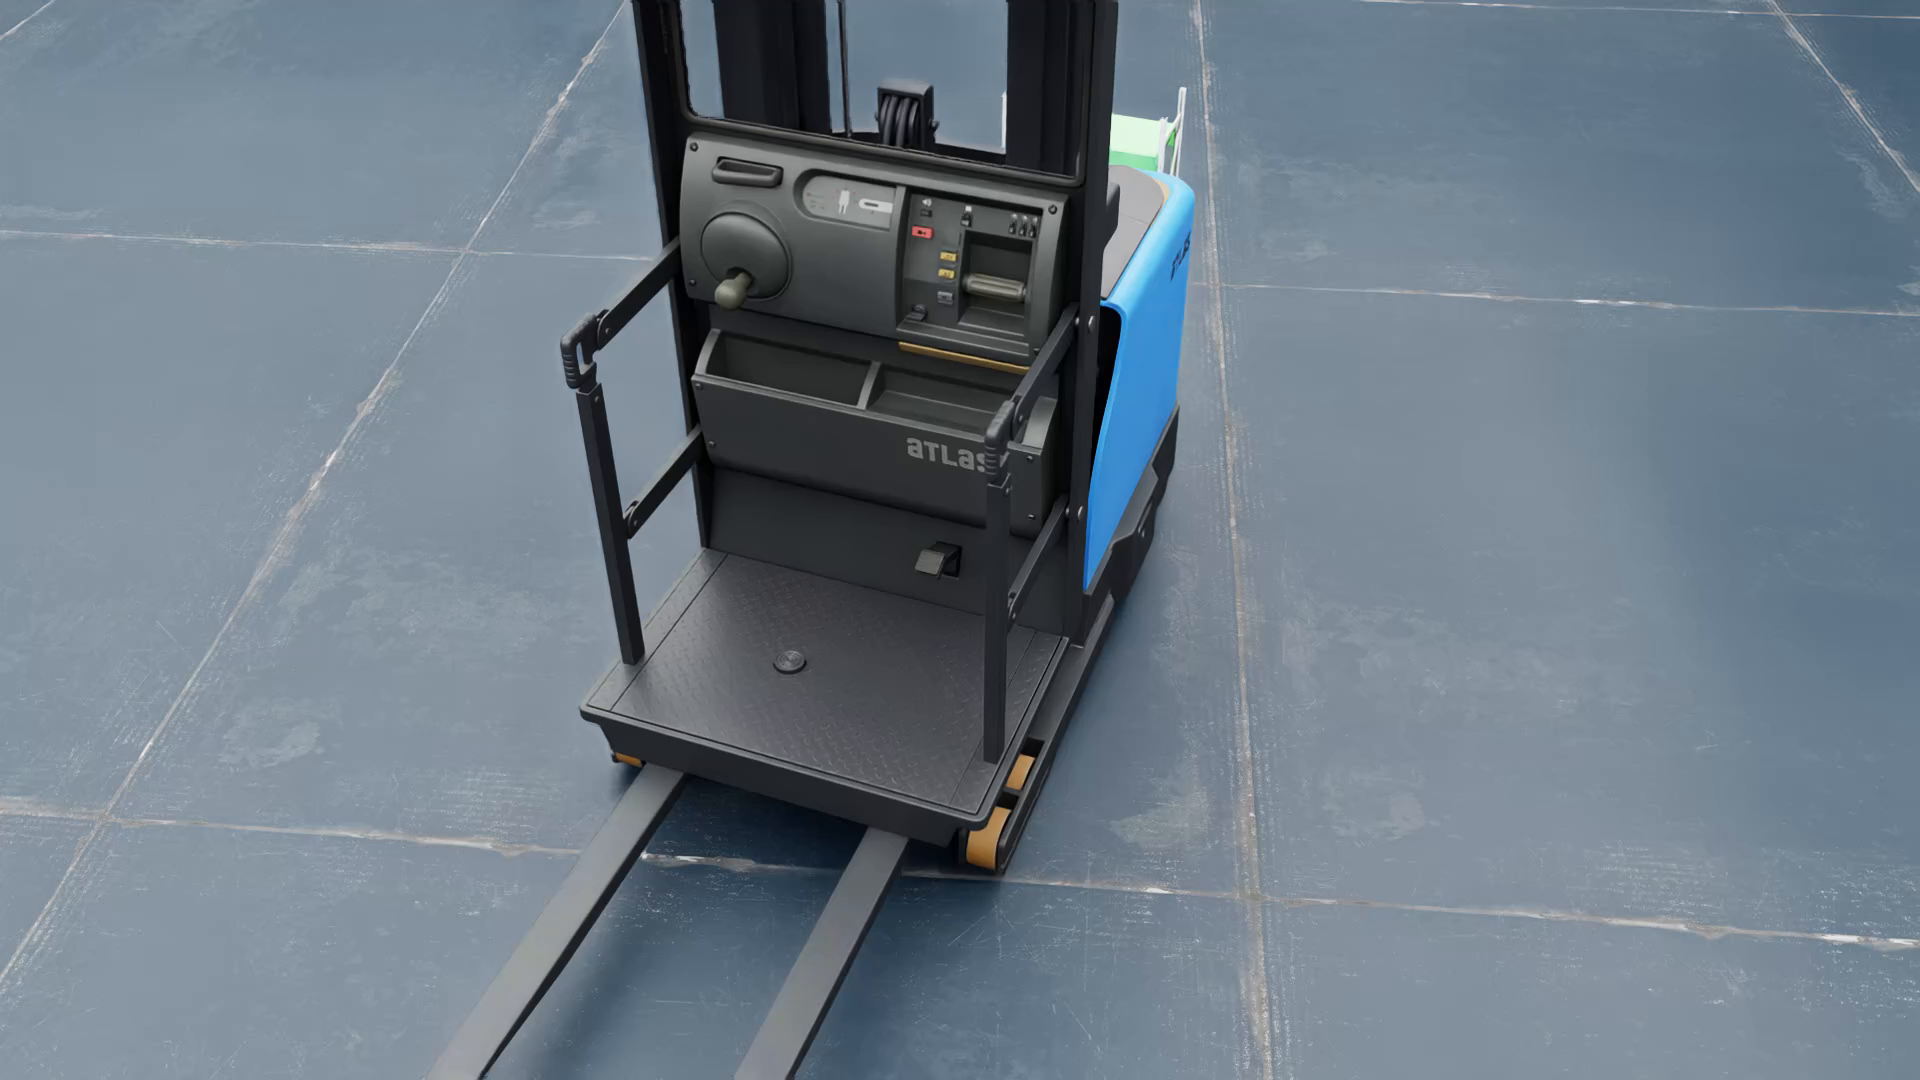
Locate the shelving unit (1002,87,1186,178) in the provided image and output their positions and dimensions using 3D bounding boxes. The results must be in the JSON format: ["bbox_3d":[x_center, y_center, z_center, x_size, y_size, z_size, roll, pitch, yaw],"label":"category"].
[{"bbox_3d":[0.406,-0.886,5.388,0.503,1.200,0.258,13,41,16],"label":"shelving unit"}]

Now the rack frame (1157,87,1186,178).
[{"bbox_3d":[0.635,-0.832,5.322,0.015,1.200,0.240,13,41,16],"label":"rack frame"}]

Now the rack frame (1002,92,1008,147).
[{"bbox_3d":[0.177,-0.940,5.454,0.015,1.200,0.240,13,41,16],"label":"rack frame"}]

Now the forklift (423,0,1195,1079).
[{"bbox_3d":[-0.289,-0.600,3.666,1.130,2.935,3.031,13,41,16],"label":"forklift"}]

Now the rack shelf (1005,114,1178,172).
[{"bbox_3d":[0.406,-1.209,5.125,0.480,0.148,0.258,13,41,16],"label":"rack shelf"}]
